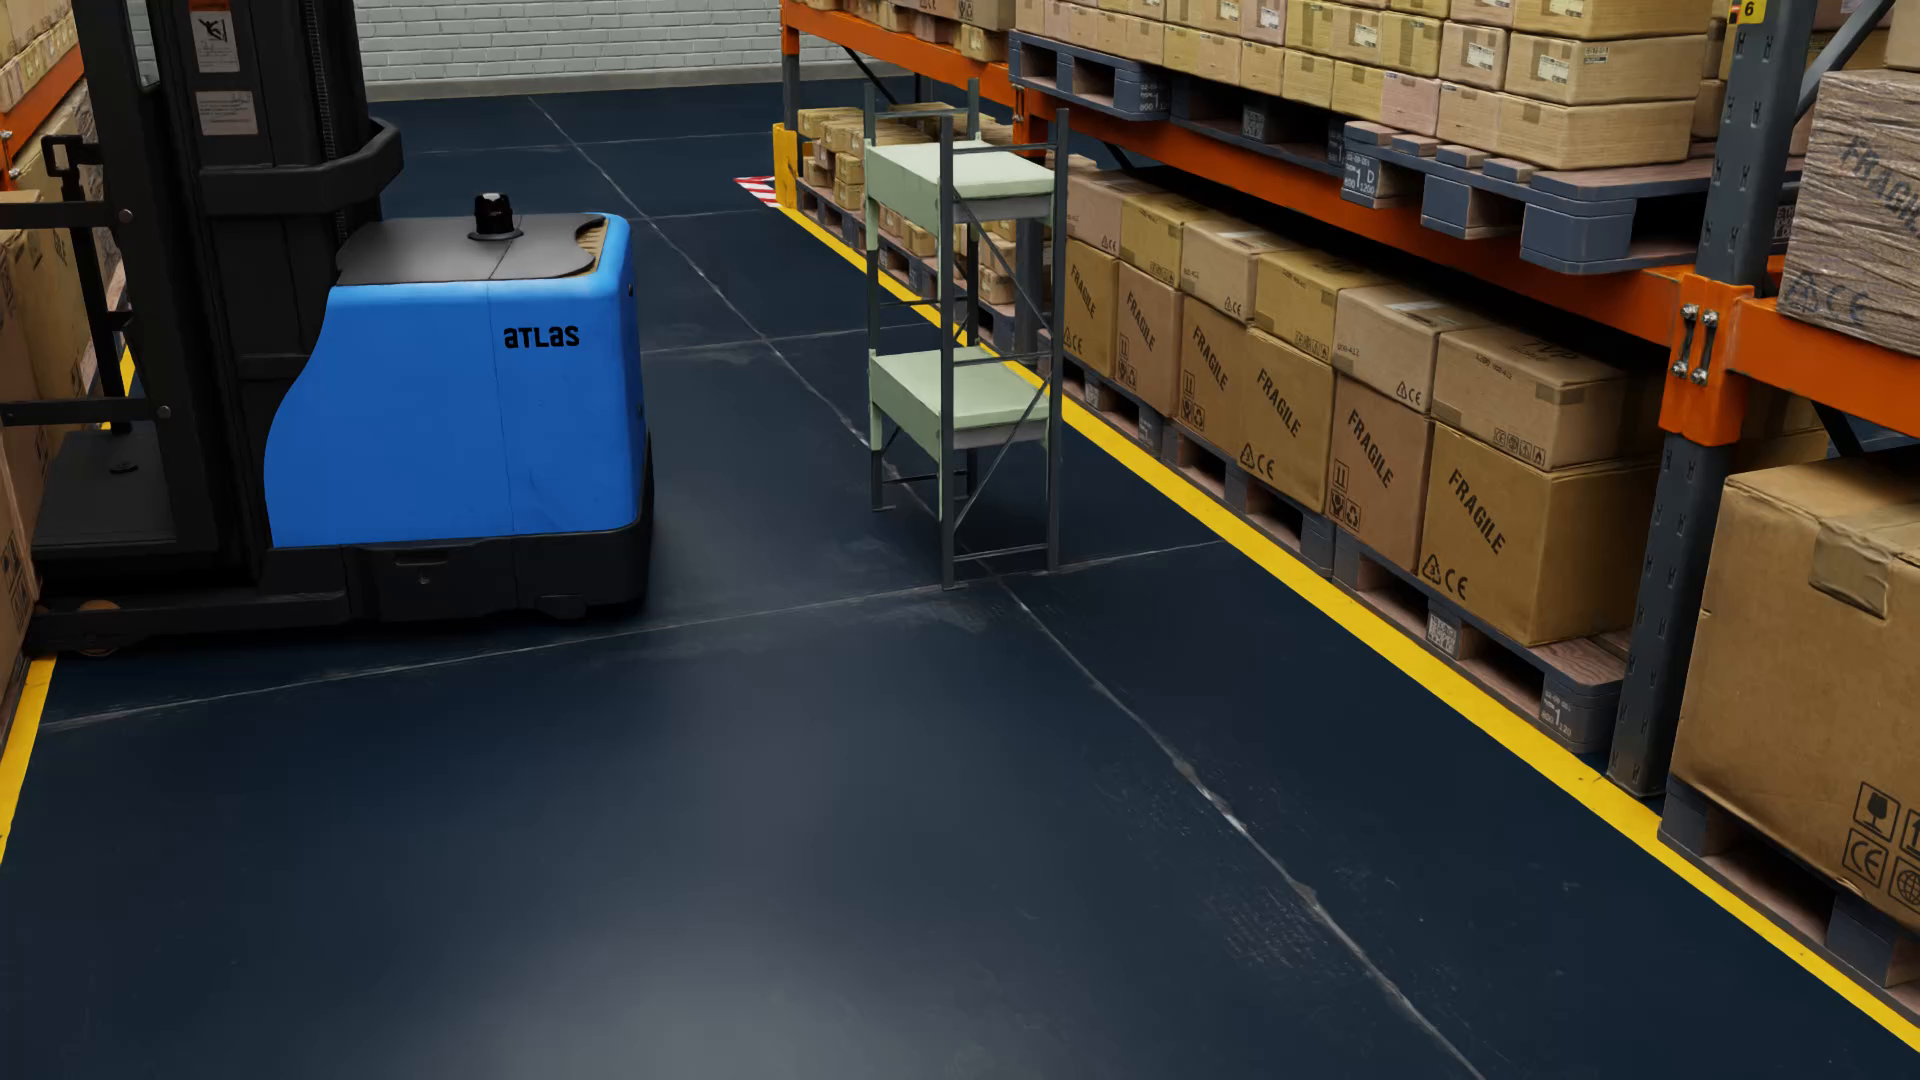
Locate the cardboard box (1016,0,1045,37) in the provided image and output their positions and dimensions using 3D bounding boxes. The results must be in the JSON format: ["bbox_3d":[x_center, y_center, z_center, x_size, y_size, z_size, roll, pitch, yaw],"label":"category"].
[{"bbox_3d":[0.449,-2.139,6.745,0.380,0.149,0.250,-10,25,-22],"label":"cardboard box"}]

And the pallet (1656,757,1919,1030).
[{"bbox_3d":[2.361,0.768,3.656,1.003,0.211,1.213,-8,24,-19],"label":"pallet"}]

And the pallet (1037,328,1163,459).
[{"bbox_3d":[1.016,-0.699,7.138,1.003,0.211,1.213,-8,24,-19],"label":"pallet"}]

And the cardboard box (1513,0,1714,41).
[{"bbox_3d":[1.551,-1.281,3.943,0.380,0.149,0.250,-9,25,-21],"label":"cardboard box"}]

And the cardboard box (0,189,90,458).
[{"bbox_3d":[-3.691,-0.608,5.525,1.225,0.875,0.875,-8,24,-19],"label":"cardboard box"}]

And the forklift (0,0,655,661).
[{"bbox_3d":[-2.539,-1.212,4.853,3.031,2.935,1.130,-3,23,-7],"label":"forklift"}]

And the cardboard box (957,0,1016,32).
[{"bbox_3d":[0.305,-2.587,7.514,0.500,0.500,0.500,-8,24,-19],"label":"cardboard box"}]

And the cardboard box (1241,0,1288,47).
[{"bbox_3d":[1.095,-1.614,5.117,0.380,0.149,0.250,-8,24,-18],"label":"cardboard box"}]

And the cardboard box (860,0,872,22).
[{"bbox_3d":[-0.338,-2.979,9.280,0.380,0.149,0.250,-9,24,-20],"label":"cardboard box"}]

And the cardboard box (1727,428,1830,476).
[{"bbox_3d":[2.142,-0.147,4.915,0.500,0.500,0.500,-9,25,-21],"label":"cardboard box"}]

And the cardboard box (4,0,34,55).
[{"bbox_3d":[-4.028,-2.079,6.631,0.500,0.250,0.500,-8,24,-19],"label":"cardboard box"}]

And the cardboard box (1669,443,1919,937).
[{"bbox_3d":[2.284,0.263,3.619,1.050,0.750,0.750,-9,24,-20],"label":"cardboard box"}]

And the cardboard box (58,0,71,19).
[{"bbox_3d":[-4.571,-2.636,7.951,0.500,0.250,0.500,-9,25,-21],"label":"cardboard box"}]

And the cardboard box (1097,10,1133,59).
[{"bbox_3d":[0.725,-1.856,6.074,0.380,0.149,0.250,-8,24,-18],"label":"cardboard box"}]

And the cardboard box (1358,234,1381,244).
[{"bbox_3d":[1.609,-1.040,6.067,0.500,0.250,0.500,-9,25,-21],"label":"cardboard box"}]

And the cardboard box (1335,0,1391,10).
[{"bbox_3d":[1.274,-1.564,4.615,0.380,0.149,0.250,-8,24,-17],"label":"cardboard box"}]

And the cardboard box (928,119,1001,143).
[{"bbox_3d":[0.029,-2.438,10.037,0.380,0.149,0.250,-9,25,-21],"label":"cardboard box"}]

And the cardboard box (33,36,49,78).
[{"bbox_3d":[-4.101,-2.040,7.051,0.380,0.149,0.250,-9,24,-20],"label":"cardboard box"}]

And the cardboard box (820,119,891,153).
[{"bbox_3d":[-0.627,-2.445,10.052,0.380,0.149,0.250,-8,24,-19],"label":"cardboard box"}]

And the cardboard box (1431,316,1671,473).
[{"bbox_3d":[1.666,-0.413,4.581,0.500,0.250,0.500,-9,24,-20],"label":"cardboard box"}]

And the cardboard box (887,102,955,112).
[{"bbox_3d":[-0.249,-2.717,10.698,0.380,0.149,0.250,-8,24,-18],"label":"cardboard box"}]

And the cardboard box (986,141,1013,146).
[{"bbox_3d":[0.284,-2.146,9.343,0.380,0.149,0.250,-8,24,-19],"label":"cardboard box"}]

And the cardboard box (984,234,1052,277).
[{"bbox_3d":[0.331,-1.355,7.849,0.380,0.149,0.250,-8,24,-18],"label":"cardboard box"}]

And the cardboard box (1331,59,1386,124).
[{"bbox_3d":[1.287,-1.283,4.714,0.380,0.149,0.250,-9,24,-20],"label":"cardboard box"}]

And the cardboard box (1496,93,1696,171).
[{"bbox_3d":[1.549,-1.008,4.061,0.380,0.149,0.250,-8,24,-18],"label":"cardboard box"}]

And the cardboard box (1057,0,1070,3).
[{"bbox_3d":[0.542,-2.182,6.464,0.380,0.149,0.250,-9,24,-20],"label":"cardboard box"}]

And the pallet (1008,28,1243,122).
[{"bbox_3d":[0.874,-1.881,6.598,1.003,0.211,1.213,-8,24,-19],"label":"pallet"}]

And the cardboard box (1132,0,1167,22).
[{"bbox_3d":[0.824,-1.896,5.786,0.380,0.149,0.250,-7,24,-17],"label":"cardboard box"}]

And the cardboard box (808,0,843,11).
[{"bbox_3d":[-0.692,-3.250,9.923,0.380,0.149,0.250,-9,24,-20],"label":"cardboard box"}]

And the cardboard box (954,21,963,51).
[{"bbox_3d":[0.189,-2.407,7.922,0.380,0.149,0.250,-7,24,-17],"label":"cardboard box"}]

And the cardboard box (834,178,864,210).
[{"bbox_3d":[-0.536,-2.085,9.964,0.380,0.149,0.250,-8,24,-18],"label":"cardboard box"}]

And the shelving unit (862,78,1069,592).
[{"bbox_3d":[0.002,-0.689,5.453,0.431,1.500,0.755,-8,24,-19],"label":"shelving unit"}]

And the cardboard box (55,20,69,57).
[{"bbox_3d":[-4.375,-2.321,7.719,0.380,0.149,0.250,-8,24,-18],"label":"cardboard box"}]

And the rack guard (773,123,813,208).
[{"bbox_3d":[-0.646,-2.541,11.135,1.175,0.500,0.348,-8,24,-19],"label":"rack guard"}]

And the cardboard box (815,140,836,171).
[{"bbox_3d":[-0.684,-2.404,10.340,0.380,0.149,0.250,-8,24,-19],"label":"cardboard box"}]

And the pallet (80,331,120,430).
[{"bbox_3d":[-4.131,-0.625,6.962,1.003,0.211,1.213,-8,24,-19],"label":"pallet"}]

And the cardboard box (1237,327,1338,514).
[{"bbox_3d":[1.294,-0.438,5.604,0.500,0.500,0.500,-9,25,-21],"label":"cardboard box"}]

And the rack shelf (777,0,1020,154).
[{"bbox_3d":[0.033,-2.662,9.131,1.077,0.370,4.000,-8,24,-19],"label":"rack shelf"}]

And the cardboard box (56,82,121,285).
[{"bbox_3d":[-4.726,-1.739,8.208,0.875,0.875,0.875,-8,24,-19],"label":"cardboard box"}]

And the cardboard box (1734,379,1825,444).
[{"bbox_3d":[2.136,-0.485,4.750,0.500,0.250,0.500,-9,25,-21],"label":"cardboard box"}]

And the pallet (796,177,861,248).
[{"bbox_3d":[-0.392,-2.108,10.479,1.003,0.211,1.213,-8,24,-19],"label":"pallet"}]

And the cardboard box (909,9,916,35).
[{"bbox_3d":[-0.043,-2.698,8.613,0.380,0.149,0.250,-9,24,-20],"label":"cardboard box"}]

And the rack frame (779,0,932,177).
[{"bbox_3d":[-0.673,-3.720,10.715,1.000,3.000,0.127,-8,24,-19],"label":"rack frame"}]

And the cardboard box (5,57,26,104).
[{"bbox_3d":[-3.822,-1.756,6.378,0.380,0.149,0.250,-9,25,-21],"label":"cardboard box"}]

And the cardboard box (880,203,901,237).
[{"bbox_3d":[-0.228,-1.806,9.302,0.380,0.149,0.250,-8,24,-19],"label":"cardboard box"}]

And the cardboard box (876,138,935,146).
[{"bbox_3d":[-0.322,-2.162,9.381,0.380,0.149,0.250,-8,24,-18],"label":"cardboard box"}]

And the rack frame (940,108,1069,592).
[{"bbox_3d":[0.132,-0.556,5.137,0.400,1.500,0.023,-8,24,-19],"label":"rack frame"}]

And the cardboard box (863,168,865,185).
[{"bbox_3d":[-0.343,-2.136,9.703,0.380,0.149,0.250,-10,25,-22],"label":"cardboard box"}]

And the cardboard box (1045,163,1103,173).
[{"bbox_3d":[0.521,-1.860,8.664,0.380,0.149,0.250,-9,24,-20],"label":"cardboard box"}]

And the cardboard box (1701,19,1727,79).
[{"bbox_3d":[2.072,-1.330,4.443,0.380,0.149,0.250,-7,24,-16],"label":"cardboard box"}]

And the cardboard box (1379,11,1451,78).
[{"bbox_3d":[1.361,-1.337,4.461,0.380,0.149,0.250,-8,24,-18],"label":"cardboard box"}]

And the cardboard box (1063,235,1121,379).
[{"bbox_3d":[0.753,-1.004,6.947,0.500,0.500,0.500,-7,24,-17],"label":"cardboard box"}]

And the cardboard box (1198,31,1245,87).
[{"bbox_3d":[1.001,-1.573,5.402,0.380,0.149,0.250,-10,25,-21],"label":"cardboard box"}]

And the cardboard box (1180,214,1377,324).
[{"bbox_3d":[1.120,-0.970,5.903,0.500,0.250,0.500,-7,24,-17],"label":"cardboard box"}]

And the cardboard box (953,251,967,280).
[{"bbox_3d":[0.115,-1.436,8.424,0.380,0.149,0.250,-9,25,-21],"label":"cardboard box"}]
